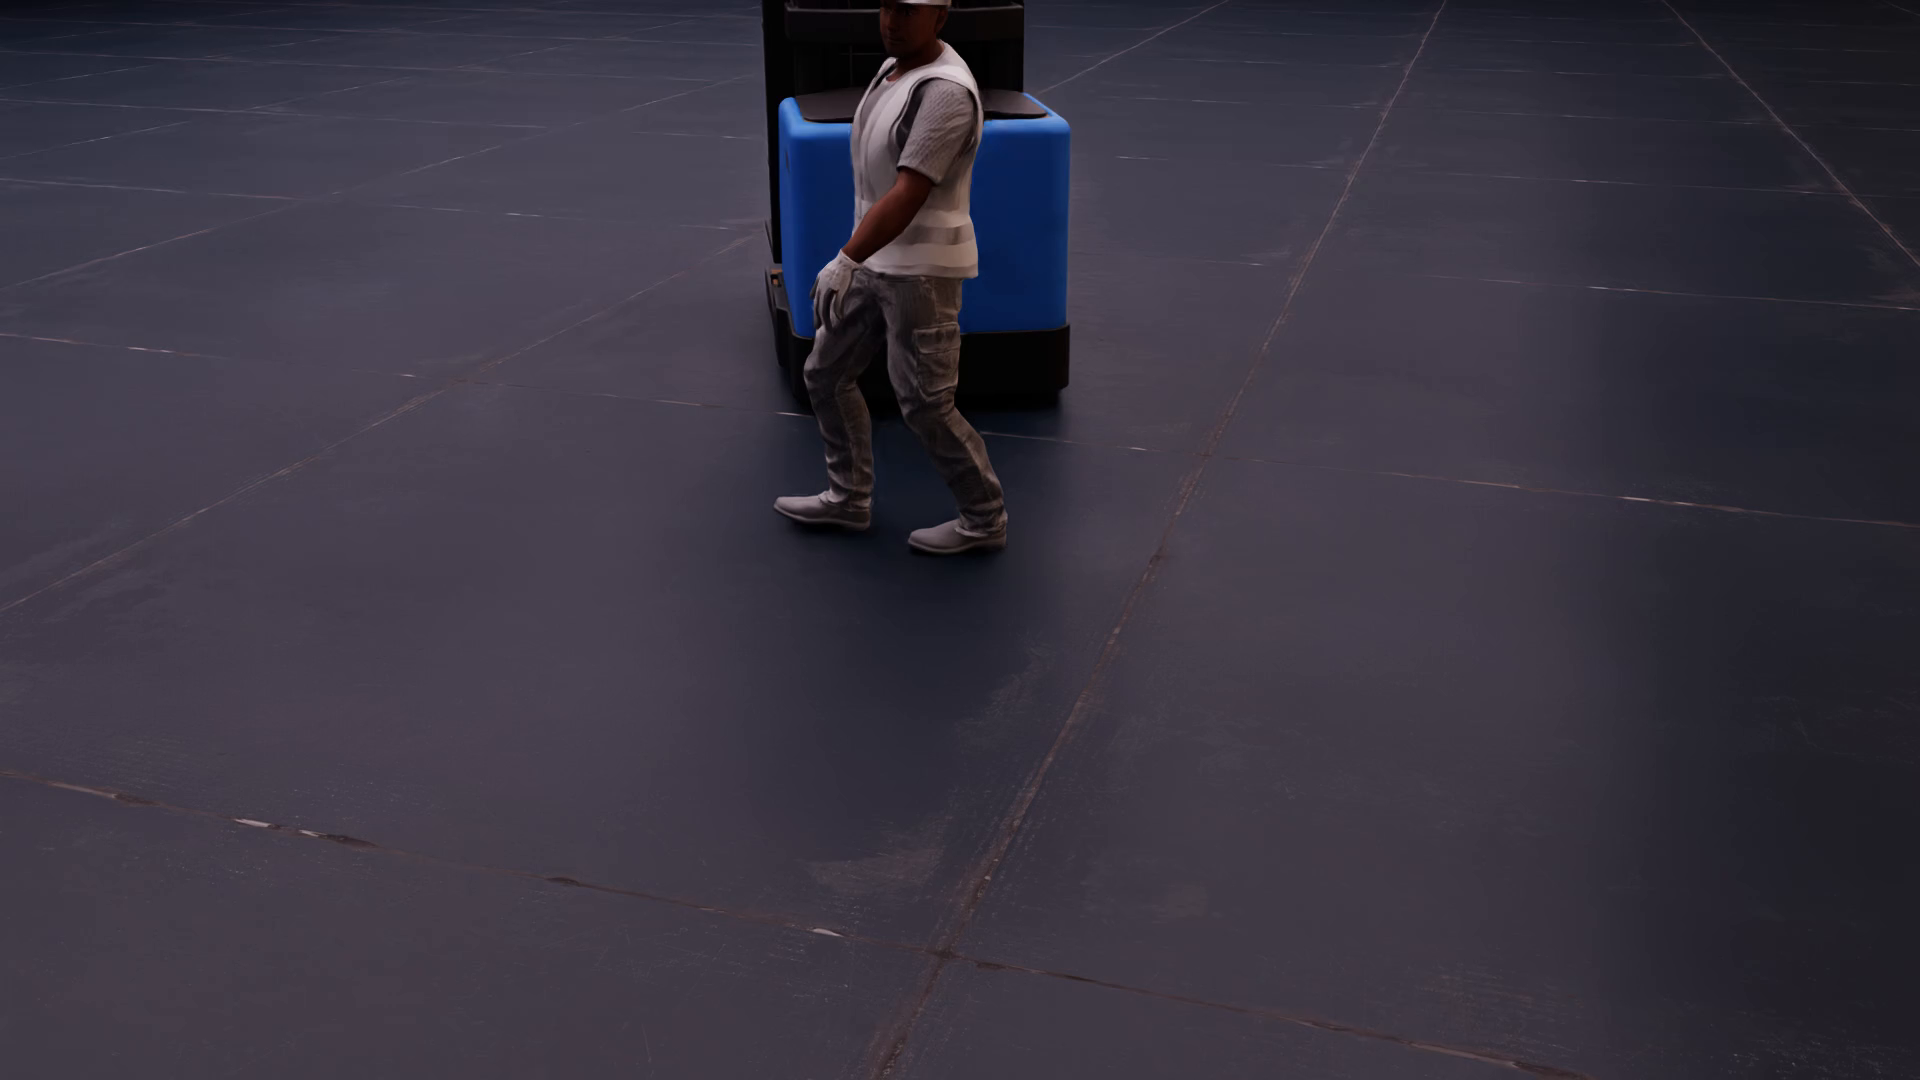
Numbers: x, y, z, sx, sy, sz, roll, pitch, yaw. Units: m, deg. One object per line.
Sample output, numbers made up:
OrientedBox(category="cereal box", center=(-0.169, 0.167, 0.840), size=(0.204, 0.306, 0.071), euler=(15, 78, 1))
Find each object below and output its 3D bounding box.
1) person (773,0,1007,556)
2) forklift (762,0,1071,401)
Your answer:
OrientedBox(category="person", center=(-0.194, -0.786, 4.771), size=(0.624, 1.738, 0.691), euler=(-9, 24, -20))
OrientedBox(category="forklift", center=(-0.313, -2.396, 7.084), size=(1.130, 2.935, 3.031), euler=(-3, 23, -8))
